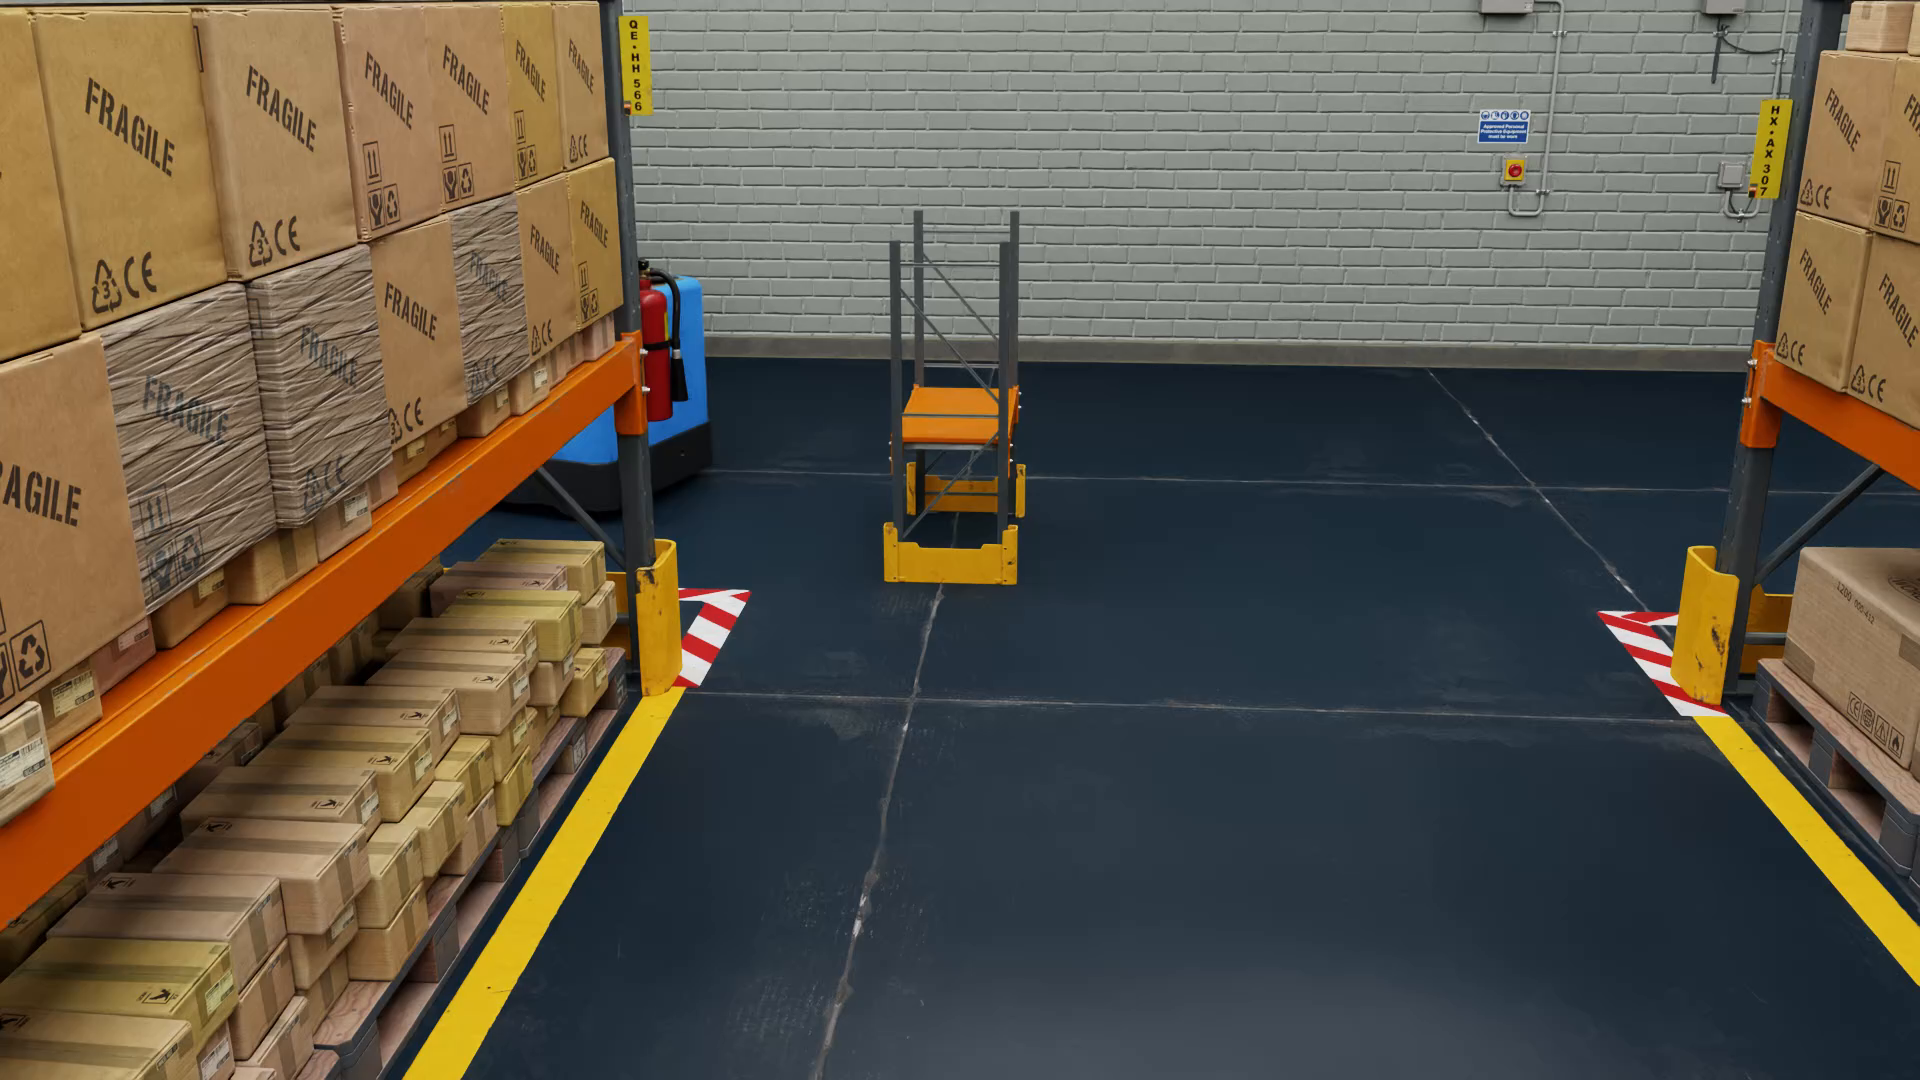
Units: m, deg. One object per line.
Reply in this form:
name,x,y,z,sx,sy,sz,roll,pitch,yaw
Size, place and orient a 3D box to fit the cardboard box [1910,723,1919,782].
cardboard box,3.283,0.654,4.551,0.875,0.438,0.875,2,18,5

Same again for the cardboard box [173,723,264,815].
cardboard box,-2.030,0.582,4.278,0.380,0.149,0.250,1,18,4

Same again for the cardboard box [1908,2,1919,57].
cardboard box,2.905,-1.421,4.636,0.380,0.149,0.250,2,18,6

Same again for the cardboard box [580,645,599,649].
cardboard box,-1.486,0.388,5.824,0.380,0.149,0.250,2,18,5

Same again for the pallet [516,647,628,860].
pallet,-1.756,0.665,5.553,1.003,0.211,1.213,1,18,4

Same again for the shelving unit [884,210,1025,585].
shelving unit,-0.005,-0.689,7.617,0.587,1.500,1.083,1,18,4

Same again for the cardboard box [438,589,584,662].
cardboard box,-1.409,0.268,5.237,0.380,0.149,0.250,1,18,3

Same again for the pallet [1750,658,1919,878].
pallet,3.309,0.719,5.388,1.003,0.211,1.213,1,18,4

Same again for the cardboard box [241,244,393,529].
cardboard box,-1.556,-0.339,3.502,0.500,0.500,0.500,1,18,3

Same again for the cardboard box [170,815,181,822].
cardboard box,-2.014,0.728,4.309,0.380,0.149,0.250,2,18,7

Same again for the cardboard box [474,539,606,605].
cardboard box,-1.442,0.108,5.726,0.380,0.149,0.250,1,18,5

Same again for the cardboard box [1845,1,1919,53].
cardboard box,2.986,-1.583,5.128,0.380,0.149,0.250,2,18,5

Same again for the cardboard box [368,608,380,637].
cardboard box,-2.079,0.256,5.272,0.380,0.149,0.250,1,18,4

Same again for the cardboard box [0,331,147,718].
cardboard box,-1.657,-0.030,2.558,0.500,0.500,0.500,1,18,3

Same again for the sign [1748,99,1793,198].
sign,2.735,-1.319,5.614,0.100,0.325,0.005,1,18,4

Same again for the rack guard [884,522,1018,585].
rack guard,-0.041,0.060,7.340,0.587,0.250,0.087,1,18,4

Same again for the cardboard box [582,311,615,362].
cardboard box,-1.398,-0.708,5.670,0.380,0.149,0.250,1,18,4

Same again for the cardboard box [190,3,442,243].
cardboard box,-1.541,-0.968,3.815,0.500,0.500,0.500,1,18,2

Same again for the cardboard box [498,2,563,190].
cardboard box,-1.478,-1.294,4.810,0.500,0.500,0.500,1,18,2

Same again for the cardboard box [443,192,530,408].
cardboard box,-1.501,-0.661,4.484,0.500,0.500,0.500,1,18,4

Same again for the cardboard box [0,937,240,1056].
cardboard box,-1.664,0.914,3.266,0.380,0.149,0.250,1,18,3

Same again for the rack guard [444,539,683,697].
rack guard,-1.662,0.277,6.276,1.175,0.500,0.348,1,18,4

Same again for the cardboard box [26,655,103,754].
cardboard box,-1.652,0.264,2.703,0.380,0.149,0.250,2,18,6

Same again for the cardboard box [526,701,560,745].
cardboard box,-1.509,0.551,5.329,0.380,0.149,0.250,1,18,4

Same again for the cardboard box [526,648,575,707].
cardboard box,-1.445,0.411,5.279,0.380,0.149,0.250,1,18,2

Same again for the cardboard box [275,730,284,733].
cardboard box,-2.006,0.560,4.824,0.380,0.149,0.250,0,18,1

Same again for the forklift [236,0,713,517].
forklift,-2.894,-1.784,8.661,3.031,2.935,1.130,7,20,22

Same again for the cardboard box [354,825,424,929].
cardboard box,-1.541,0.813,4.050,0.380,0.149,0.250,1,18,3

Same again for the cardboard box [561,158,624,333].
cardboard box,-1.432,-0.978,5.454,0.500,0.500,0.500,2,18,5

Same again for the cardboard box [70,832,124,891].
cardboard box,-2.164,0.741,3.793,0.380,0.149,0.250,0,18,1

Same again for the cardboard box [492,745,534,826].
cardboard box,-1.469,0.708,4.848,0.380,0.149,0.250,0,18,1

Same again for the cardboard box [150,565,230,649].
cardboard box,-1.660,0.096,3.216,0.380,0.149,0.250,0,18,1

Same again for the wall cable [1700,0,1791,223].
wall cable,5.084,-3.062,10.820,0.588,1.984,0.122,1,18,4

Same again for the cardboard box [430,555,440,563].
cardboard box,-2.033,0.093,5.771,0.380,0.149,0.250,0,18,1

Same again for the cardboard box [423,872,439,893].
cardboard box,-1.602,0.870,4.356,0.380,0.149,0.250,2,18,5

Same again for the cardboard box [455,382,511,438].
cardboard box,-1.500,-0.392,4.707,0.380,0.149,0.250,0,18,1

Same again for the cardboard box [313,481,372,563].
cardboard box,-1.551,-0.064,3.704,0.380,0.149,0.250,2,18,6

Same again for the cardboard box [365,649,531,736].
cardboard box,-1.455,0.431,4.738,0.380,0.149,0.250,2,18,6

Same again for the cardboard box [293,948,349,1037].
cardboard box,-1.659,1.031,3.862,0.380,0.149,0.250,1,18,2

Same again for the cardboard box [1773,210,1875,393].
cardboard box,2.967,-0.761,5.266,0.500,0.500,0.500,1,18,3

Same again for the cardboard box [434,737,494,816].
cardboard box,-1.507,0.651,4.545,0.380,0.149,0.250,2,18,7

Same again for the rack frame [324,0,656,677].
rack frame,-1.657,-0.935,5.959,1.000,3.000,0.127,1,18,4

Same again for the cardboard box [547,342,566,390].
cardboard box,-1.456,-0.553,5.198,0.380,0.149,0.250,1,18,3

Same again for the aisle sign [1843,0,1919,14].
aisle sign,3.004,-2.120,5.401,0.394,0.787,0.004,1,18,4

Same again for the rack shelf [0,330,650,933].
rack shelf,-1.800,0.028,4.175,1.077,0.370,4.000,1,18,4

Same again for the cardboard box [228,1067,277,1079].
cardboard box,-1.612,1.196,3.361,0.380,0.149,0.250,1,18,4

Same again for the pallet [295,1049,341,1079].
pallet,-1.931,1.423,3.241,1.003,0.211,1.213,1,18,4

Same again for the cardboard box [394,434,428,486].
cardboard box,-1.581,-0.227,4.202,0.380,0.149,0.250,2,18,5

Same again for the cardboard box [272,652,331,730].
cardboard box,-2.043,0.421,4.769,0.380,0.149,0.250,2,18,6

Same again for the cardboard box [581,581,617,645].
cardboard box,-1.410,0.249,5.771,0.380,0.149,0.250,1,18,2

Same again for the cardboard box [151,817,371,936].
cardboard box,-1.569,0.755,3.750,0.380,0.149,0.250,2,18,5

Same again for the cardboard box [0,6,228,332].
cardboard box,-1.646,-0.653,2.853,0.500,0.500,0.500,1,18,2

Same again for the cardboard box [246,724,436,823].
cardboard box,-1.575,0.593,4.245,0.380,0.149,0.250,1,18,4

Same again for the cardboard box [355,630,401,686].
cardboard box,-1.956,0.398,5.318,0.380,0.149,0.250,2,18,5

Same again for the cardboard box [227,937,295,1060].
cardboard box,-1.666,0.975,3.557,0.380,0.149,0.250,0,18,1

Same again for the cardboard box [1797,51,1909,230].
cardboard box,2.969,-1.236,5.111,0.500,0.500,0.500,1,18,3

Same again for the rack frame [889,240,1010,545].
rack frame,-0.043,-0.528,7.127,0.500,1.500,0.032,1,18,4
